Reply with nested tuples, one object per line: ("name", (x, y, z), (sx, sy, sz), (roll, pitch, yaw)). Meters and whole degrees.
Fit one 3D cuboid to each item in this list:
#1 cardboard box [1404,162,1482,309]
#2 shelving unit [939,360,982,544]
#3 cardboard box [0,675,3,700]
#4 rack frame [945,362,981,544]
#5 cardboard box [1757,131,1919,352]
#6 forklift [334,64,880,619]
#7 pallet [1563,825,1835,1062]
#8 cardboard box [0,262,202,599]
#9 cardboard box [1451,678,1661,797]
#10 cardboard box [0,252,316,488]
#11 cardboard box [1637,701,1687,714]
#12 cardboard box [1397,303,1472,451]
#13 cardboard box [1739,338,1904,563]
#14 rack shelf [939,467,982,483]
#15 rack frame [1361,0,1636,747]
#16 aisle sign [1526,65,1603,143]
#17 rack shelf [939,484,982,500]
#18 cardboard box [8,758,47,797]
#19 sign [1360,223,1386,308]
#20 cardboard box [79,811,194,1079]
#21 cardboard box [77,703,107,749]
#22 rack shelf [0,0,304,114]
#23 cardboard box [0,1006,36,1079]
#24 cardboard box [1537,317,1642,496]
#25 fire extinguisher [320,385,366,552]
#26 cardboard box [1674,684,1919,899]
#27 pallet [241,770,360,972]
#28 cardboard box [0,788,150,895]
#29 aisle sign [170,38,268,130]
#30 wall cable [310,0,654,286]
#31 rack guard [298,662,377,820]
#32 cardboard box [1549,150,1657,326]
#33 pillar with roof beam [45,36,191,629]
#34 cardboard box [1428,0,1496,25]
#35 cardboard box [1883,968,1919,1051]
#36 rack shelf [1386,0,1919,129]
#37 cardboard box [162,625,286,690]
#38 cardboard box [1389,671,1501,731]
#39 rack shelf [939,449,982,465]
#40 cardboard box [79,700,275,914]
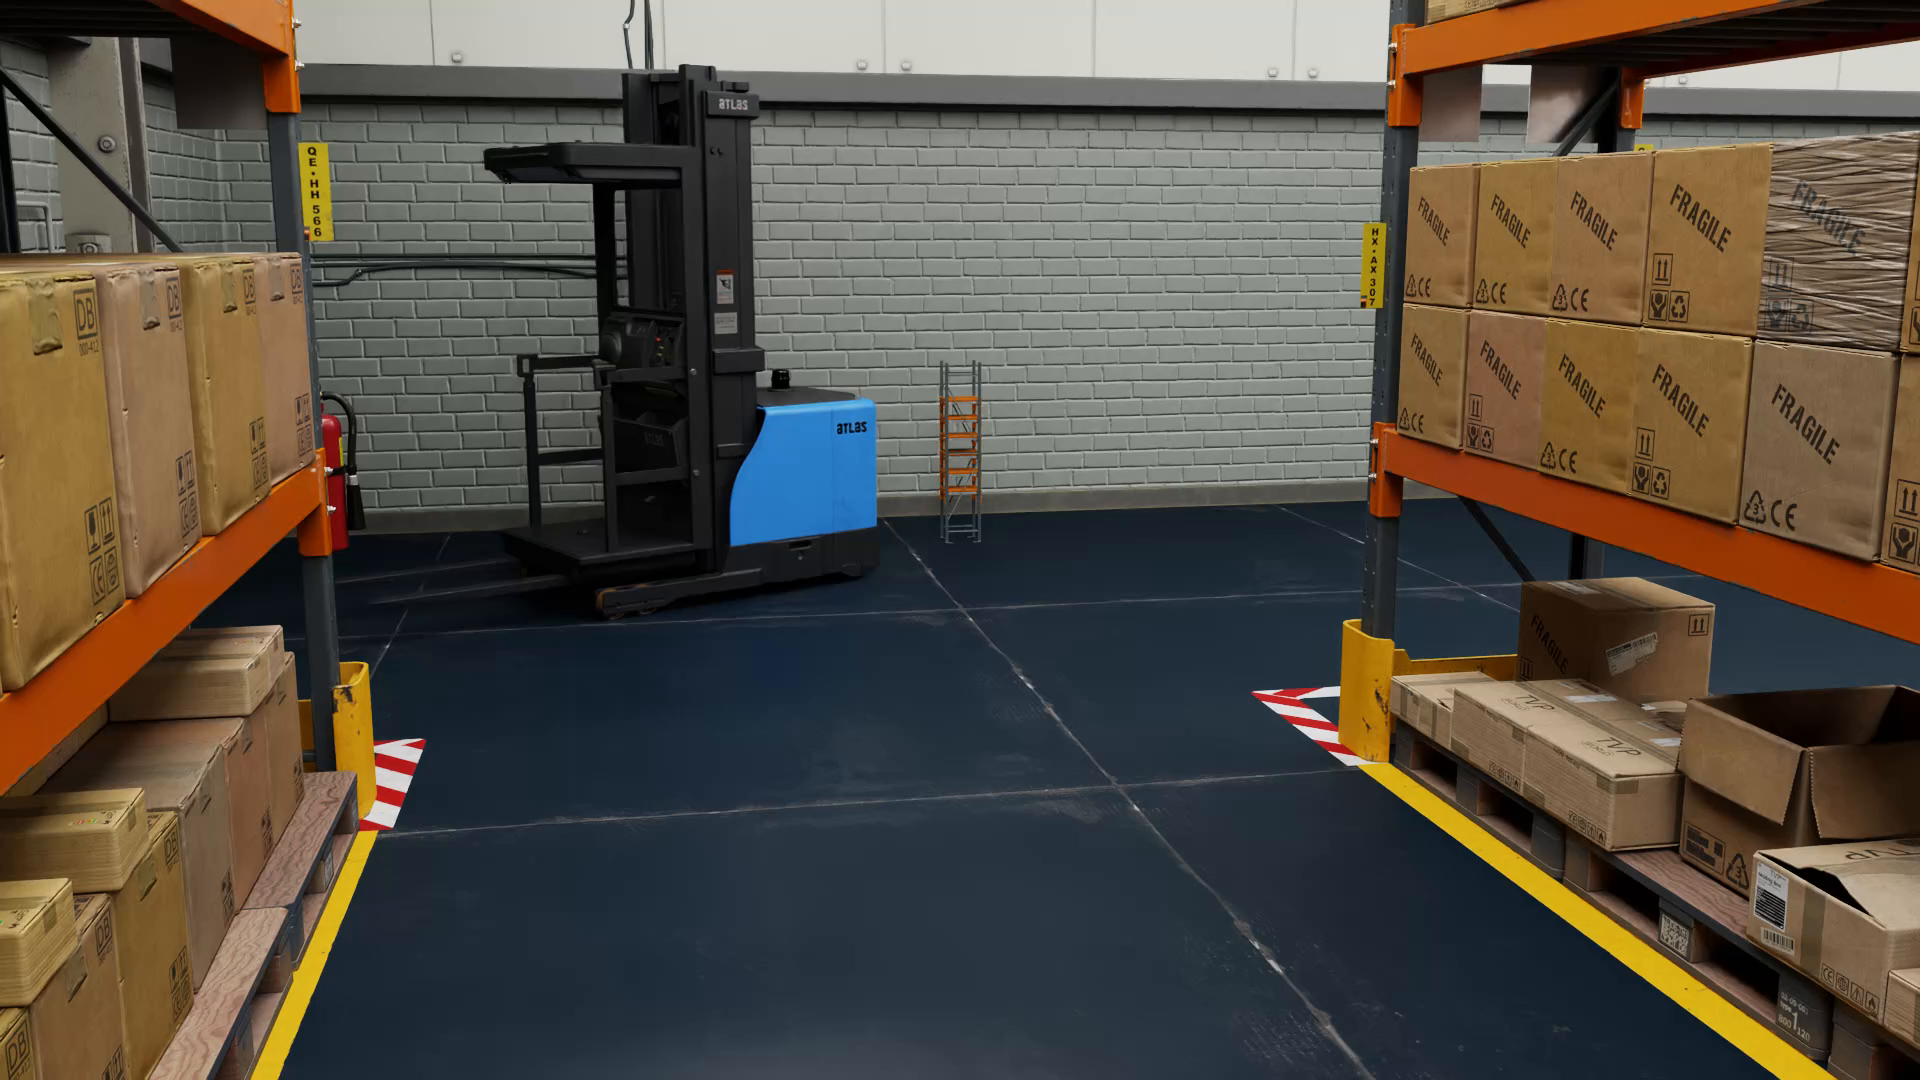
("cardboard box", (1.964, -1.107, 6.048), (0.500, 0.500, 0.500), (-2, 11, -9))
("shelving unit", (0.003, -0.587, 11.070), (0.258, 1.200, 0.189), (-2, 11, -11))
("cardboard box", (-2.033, 0.009, 2.322), (0.980, 0.700, 0.700), (-2, 11, -10))
("rack frame", (0.021, -0.570, 10.982), (0.240, 1.200, 0.006), (-2, 11, -11))
("cardboard box", (2.362, -0.734, 4.088), (0.500, 0.500, 0.500), (-2, 11, -11))
("forklift", (-1.959, -1.123, 9.259), (3.031, 2.935, 1.130), (-8, 14, -37))
("pallet", (2.541, 1.096, 4.875), (1.003, 0.211, 1.213), (-2, 11, -11))
("cardboard box", (-2.321, -0.258, 3.726), (0.980, 0.700, 0.700), (-3, 11, -14))
("cardboard box", (2.061, 0.679, 5.785), (0.500, 0.250, 0.500), (-2, 11, -11))
("cardboard box", (-2.613, -0.531, 5.161), (0.980, 0.700, 0.700), (-2, 11, -8))
("cardboard box", (2.475, 0.686, 5.968), (0.380, 0.166, 0.250), (-2, 11, -11))
("cardboard box", (1.964, -0.616, 6.142), (0.500, 0.500, 0.500), (-2, 11, -10))
("cardboard box", (2.362, -0.244, 4.189), (0.500, 0.500, 0.500), (-2, 11, -10))
("rack shelf", (0.003, -0.425, 11.101), (0.258, 0.103, 0.180), (-2, 11, -11))
("rack frame", (2.137, -0.658, 6.629), (1.000, 3.000, 0.127), (-2, 11, -11))
("aisle sign", (2.424, -1.958, 6.510), (0.394, 0.787, 0.004), (-2, 11, -11))
("rack shelf", (0.003, -0.307, 11.124), (0.258, 0.103, 0.180), (-2, 11, -11))
("cardboard box", (-2.460, 0.568, 4.018), (0.380, 0.149, 0.250), (-2, 11, -10))
("sign", (1.604, -1.063, 6.444), (0.100, 0.325, 0.005), (-2, 11, -11))
("cardboard box", (-2.181, 0.951, 3.739), (0.700, 0.500, 0.500), (-2, 11, -10))
("cardboard box", (-2.560, 0.474, 4.510), (0.380, 0.149, 0.250), (-2, 11, -11))
("rack shelf", (-2.333, -1.230, 3.538), (1.077, 0.370, 4.000), (-2, 11, -11))
("cardboard box", (-1.989, 1.138, 2.759), (0.700, 0.500, 0.500), (-2, 11, -10))
("cardboard box", (2.165, -0.429, 5.161), (0.500, 0.500, 0.500), (-2, 11, -11))
("fire extinguisher", (-2.298, -0.300, 5.955), (0.296, 0.674, 0.183), (-2, 11, -11))
("cardboard box", (2.544, 0.742, 4.776), (0.797, 0.503, 0.637), (-2, 11, -11))
("pallet", (-2.489, 1.037, 5.184), (1.003, 0.211, 1.213), (-2, 11, -11))
("cardboard box", (-1.978, 0.654, 3.566), (0.380, 0.149, 0.250), (-2, 11, -13))
("aisle sign", (-2.441, -1.778, 5.562), (0.394, 0.787, 0.004), (-2, 11, -11))
("wall cable", (-3.471, -2.949, 10.927), (3.097, 2.526, 0.112), (-2, 11, -11))
("rack guard", (-2.726, 0.747, 5.936), (1.175, 0.500, 0.348), (-2, 11, -11))
("cardboard box", (2.166, -0.919, 5.063), (0.500, 0.500, 0.500), (-2, 11, -10))
("pillar with roof beam", (0.127, -4.044, 8.377), (9.100, 9.000, 0.400), (-2, 11, -11))
("cardboard box", (1.987, -1.954, 5.819), (0.500, 0.250, 0.500), (-2, 11, -11))
("cardboard box", (2.394, 1.100, 3.845), (0.380, 0.149, 0.250), (-2, 11, -11))
("rack shelf", (2.526, -1.411, 4.489), (1.077, 0.370, 4.000), (-2, 11, -11))
("cardboard box", (-2.284, 0.368, 5.068), (0.380, 0.149, 0.250), (-2, 11, -12))
("cardboard box", (1.881, 0.616, 6.385), (0.380, 0.149, 0.250), (-2, 11, -11))
("rack shelf", (0.003, -0.543, 11.079), (0.258, 0.103, 0.180), (-2, 11, -11))
("cardboard box", (-2.390, 0.761, 4.736), (0.700, 0.500, 0.500), (-2, 11, -11))
